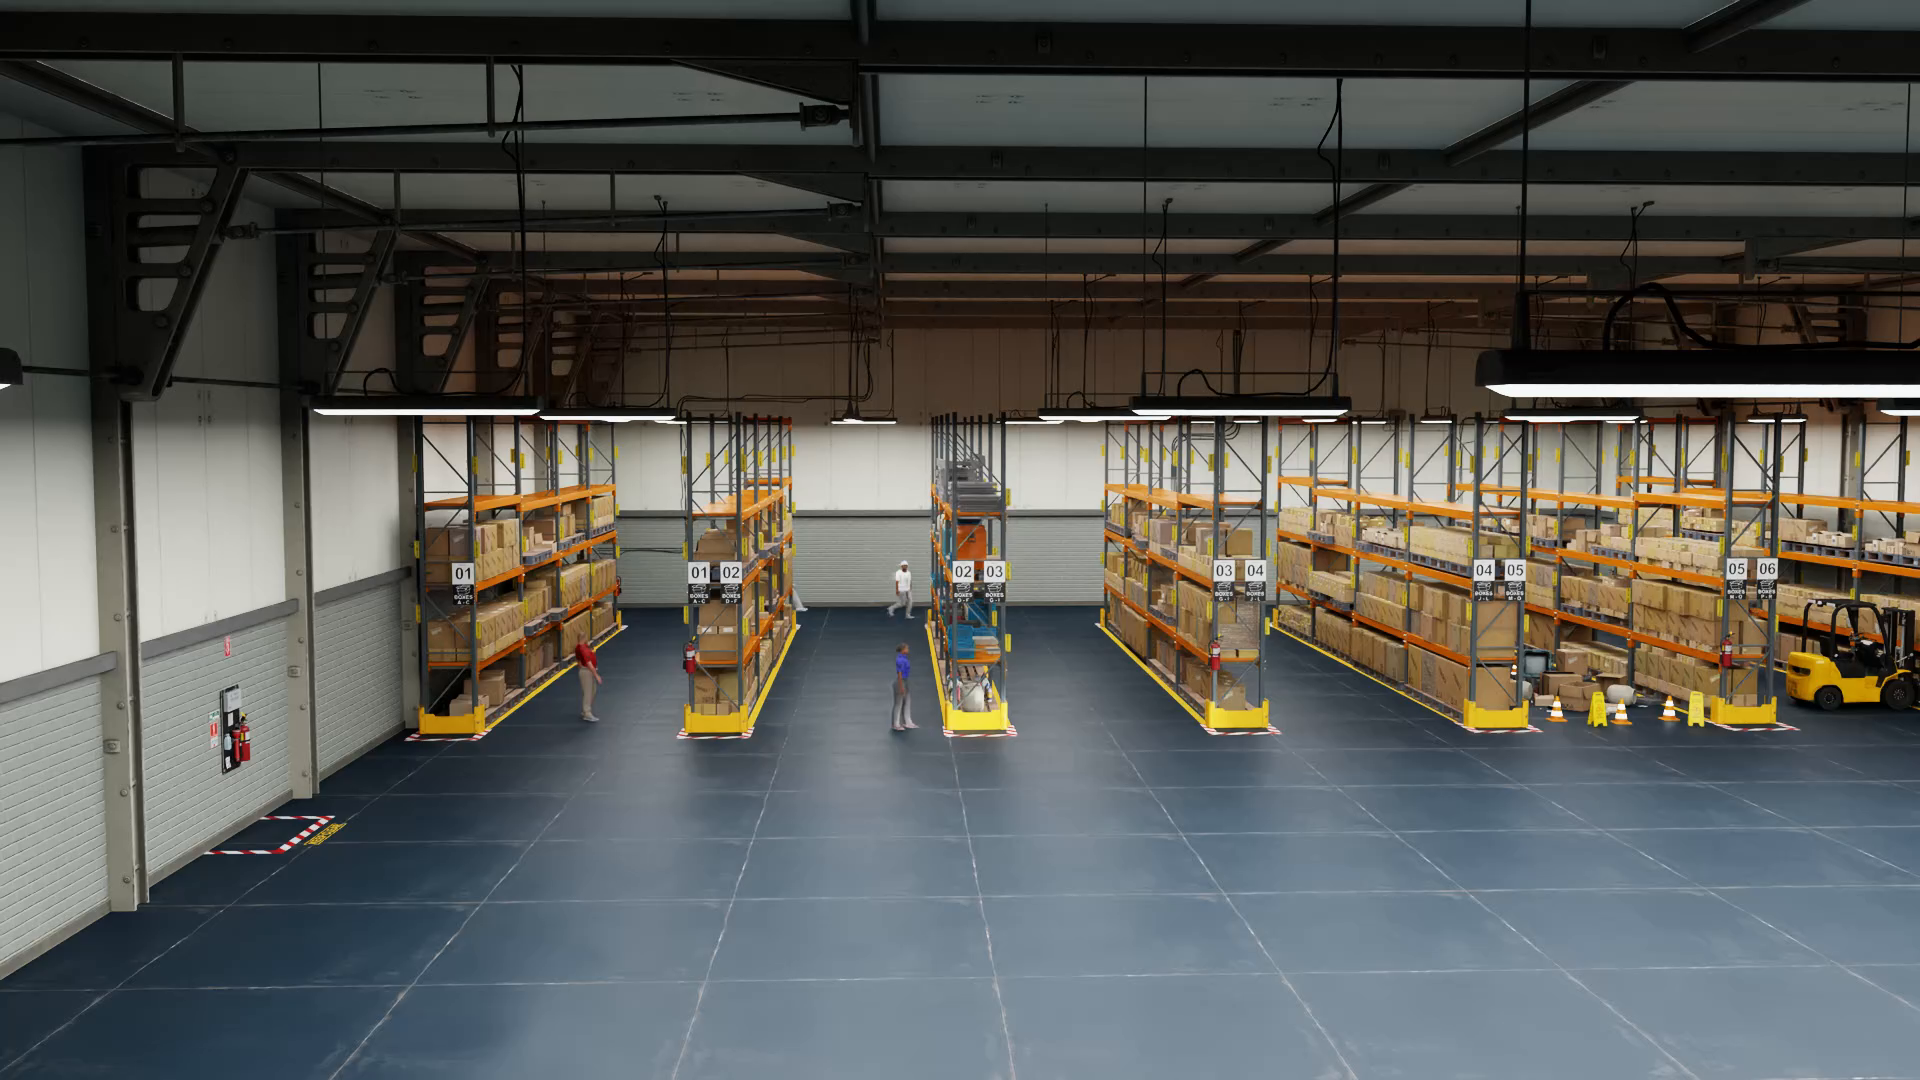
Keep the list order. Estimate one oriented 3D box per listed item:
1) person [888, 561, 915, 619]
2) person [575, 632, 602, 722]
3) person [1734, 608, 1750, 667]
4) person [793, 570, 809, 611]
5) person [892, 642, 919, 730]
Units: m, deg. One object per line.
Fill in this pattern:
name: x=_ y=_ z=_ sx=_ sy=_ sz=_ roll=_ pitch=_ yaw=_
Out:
person: x=-1.715 y=1.482 z=49.446 sx=0.777 sy=1.730 sz=0.636 roll=2 pitch=5 yaw=30
person: x=-7.239 y=2.680 z=32.466 sx=0.547 sy=1.776 sz=0.632 roll=0 pitch=4 yaw=-6
person: x=18.108 y=2.252 z=38.618 sx=0.525 sy=1.679 sz=0.758 roll=-1 pitch=4 yaw=-14
person: x=-5.226 y=1.352 z=51.232 sx=1.072 sy=1.728 sz=0.710 roll=0 pitch=4 yaw=7
person: x=-1.049 y=2.768 z=31.469 sx=0.486 sy=1.675 sz=0.514 roll=1 pitch=4 yaw=9
